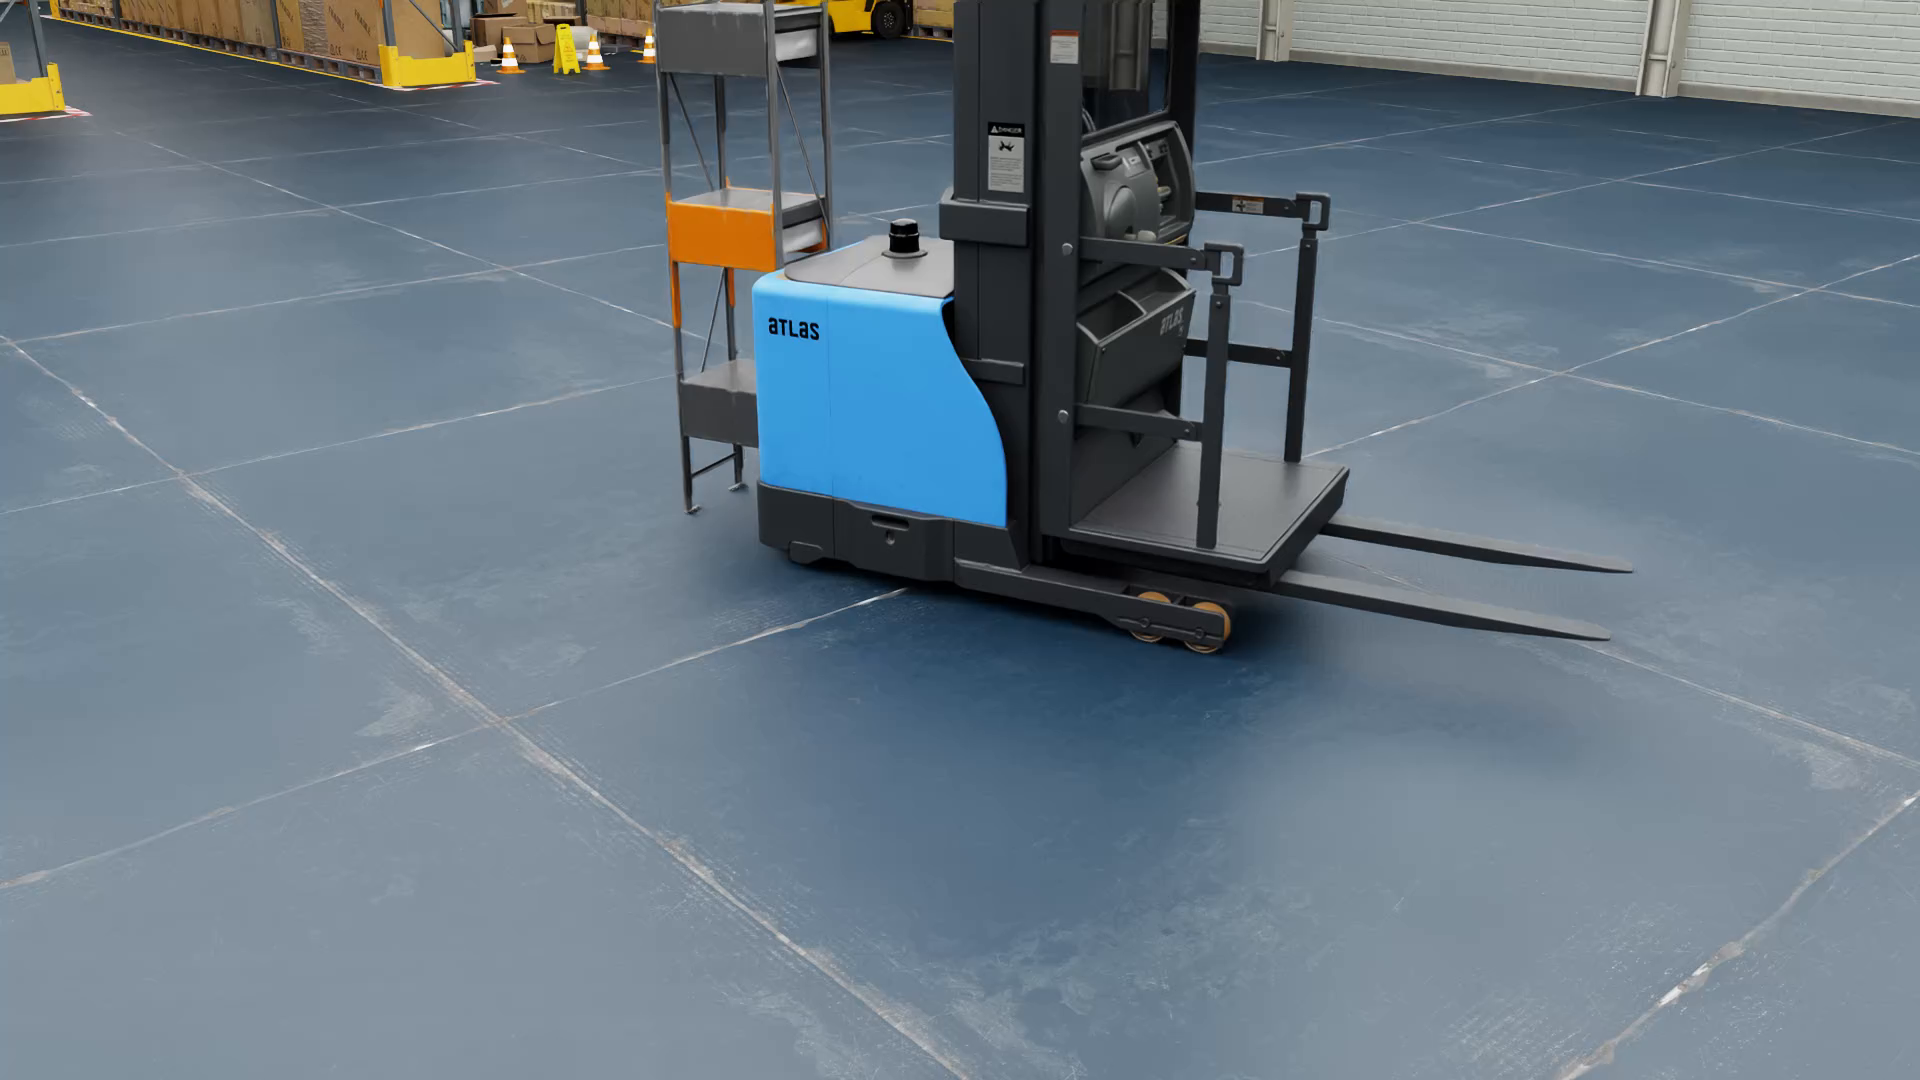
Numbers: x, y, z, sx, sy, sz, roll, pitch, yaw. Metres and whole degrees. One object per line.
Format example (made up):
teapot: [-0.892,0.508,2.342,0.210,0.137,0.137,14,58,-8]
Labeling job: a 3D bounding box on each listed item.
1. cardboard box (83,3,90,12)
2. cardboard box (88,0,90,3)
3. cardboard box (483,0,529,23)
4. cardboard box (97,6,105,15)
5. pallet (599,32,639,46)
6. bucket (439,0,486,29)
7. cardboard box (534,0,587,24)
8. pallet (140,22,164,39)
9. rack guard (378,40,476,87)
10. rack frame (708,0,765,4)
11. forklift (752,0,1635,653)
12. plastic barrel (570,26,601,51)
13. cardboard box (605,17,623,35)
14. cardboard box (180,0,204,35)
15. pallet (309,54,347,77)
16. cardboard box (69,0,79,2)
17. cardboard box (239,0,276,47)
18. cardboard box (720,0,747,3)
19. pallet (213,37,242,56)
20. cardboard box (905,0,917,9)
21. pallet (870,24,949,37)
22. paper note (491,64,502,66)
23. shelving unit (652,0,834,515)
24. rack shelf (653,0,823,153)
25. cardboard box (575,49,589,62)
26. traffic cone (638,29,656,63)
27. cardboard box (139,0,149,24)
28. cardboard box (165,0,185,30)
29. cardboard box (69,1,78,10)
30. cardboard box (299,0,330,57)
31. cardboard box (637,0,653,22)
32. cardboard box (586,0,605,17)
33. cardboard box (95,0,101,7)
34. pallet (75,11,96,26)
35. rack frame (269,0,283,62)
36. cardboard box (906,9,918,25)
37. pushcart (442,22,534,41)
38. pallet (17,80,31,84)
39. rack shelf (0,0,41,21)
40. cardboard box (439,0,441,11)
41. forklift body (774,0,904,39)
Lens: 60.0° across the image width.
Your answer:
cardboard box: [-16.268,-10.025,31.299,0.380,0.149,0.250,-17,27,-37]
cardboard box: [-16.169,-10.177,31.281,0.380,0.149,0.250,-16,26,-35]
cardboard box: [-7.199,-8.449,26.333,0.500,0.500,0.500,-17,27,-37]
cardboard box: [-15.618,-9.741,30.576,0.380,0.149,0.250,-19,28,-39]
pallet: [-5.405,-8.217,27.175,1.003,0.211,1.213,-17,27,-37]
bucket: [-7.719,-8.181,25.664,0.726,0.611,0.620,-8,13,-19]
cardboard box: [-6.687,-9.007,28.394,0.950,0.372,0.625,-15,26,-34]
pallet: [-13.467,-8.846,28.781,1.003,0.211,1.213,-17,27,-37]
rack guard: [-6.928,-6.211,21.656,1.175,0.500,0.348,-17,27,-37]
rack frame: [-3.259,-8.588,24.297,1.000,3.000,0.127,-17,27,-37]
forklift: [0.791,-1.210,5.554,3.031,2.935,1.130,10,24,25]
plastic barrel: [-5.755,-7.598,25.303,0.512,0.421,0.421,0,21,-1]
cardboard box: [-5.333,-8.236,26.593,0.500,0.250,0.500,-16,26,-34]
cardboard box: [-11.836,-8.550,26.709,1.050,0.750,0.750,-18,28,-38]
pallet: [-8.317,-6.622,23.102,1.003,0.211,1.213,-17,27,-37]
cardboard box: [-16.792,-10.370,31.773,0.380,0.149,0.250,-16,27,-36]
cardboard box: [-10.028,-7.785,24.755,1.050,0.750,0.750,-18,27,-38]
cardboard box: [-3.592,-8.147,25.338,0.500,0.500,0.500,-19,28,-39]
pallet: [-10.916,-7.721,25.906,1.003,0.211,1.213,-17,27,-37]
cardboard box: [-0.728,-9.257,28.515,0.500,0.250,0.500,-18,28,-39]
pallet: [-0.825,-9.010,29.199,1.003,0.211,1.213,-17,27,-37]
paper note: [-6.654,-6.824,23.867,0.144,0.017,0.142,-8,23,-19]
shelving unit: [-0.804,-1.106,6.430,0.503,2.100,0.431,10,24,25]
rack shelf: [-0.804,-1.745,6.179,0.480,0.518,0.431,10,24,25]
cardboard box: [-5.645,-7.141,24.513,0.380,0.149,0.250,-4,22,-10]
traffic cone: [-4.517,-7.218,24.279,0.336,0.463,0.334,-17,27,-37]
cardboard box: [-13.796,-9.174,28.645,0.500,0.500,0.500,-17,27,-37]
cardboard box: [-12.793,-8.743,27.545,0.500,0.500,0.500,-18,27,-38]
cardboard box: [-16.804,-10.233,31.830,0.380,0.149,0.250,-17,27,-37]
cardboard box: [-8.606,-7.254,23.230,0.875,0.875,0.875,-17,27,-37]
cardboard box: [-4.647,-8.296,25.718,0.500,0.500,0.500,-18,28,-39]
cardboard box: [-5.690,-8.730,26.826,0.500,0.500,0.500,-16,26,-35]
cardboard box: [-15.597,-9.856,30.461,0.380,0.149,0.250,-19,28,-39]
pallet: [-16.042,-9.913,31.503,1.003,0.211,1.213,-17,27,-37]
rack frame: [-9.554,-8.487,24.038,1.000,3.000,0.127,-17,27,-37]
cardboard box: [-0.685,-9.020,28.595,0.500,0.250,0.500,-17,27,-37]
pushcart: [-7.565,-7.915,26.176,0.936,0.377,1.648,12,24,27]
pallet: [-11.320,-5.184,19.430,1.003,0.211,1.213,-17,27,-37]
rack shelf: [-12.072,-6.446,19.815,1.077,0.370,4.000,-17,27,-37]
cardboard box: [-9.448,-10.462,31.420,0.875,0.875,0.875,-17,27,-37]
forklift body: [-2.121,-9.465,27.700,2.313,2.155,1.214,-17,27,-37]
